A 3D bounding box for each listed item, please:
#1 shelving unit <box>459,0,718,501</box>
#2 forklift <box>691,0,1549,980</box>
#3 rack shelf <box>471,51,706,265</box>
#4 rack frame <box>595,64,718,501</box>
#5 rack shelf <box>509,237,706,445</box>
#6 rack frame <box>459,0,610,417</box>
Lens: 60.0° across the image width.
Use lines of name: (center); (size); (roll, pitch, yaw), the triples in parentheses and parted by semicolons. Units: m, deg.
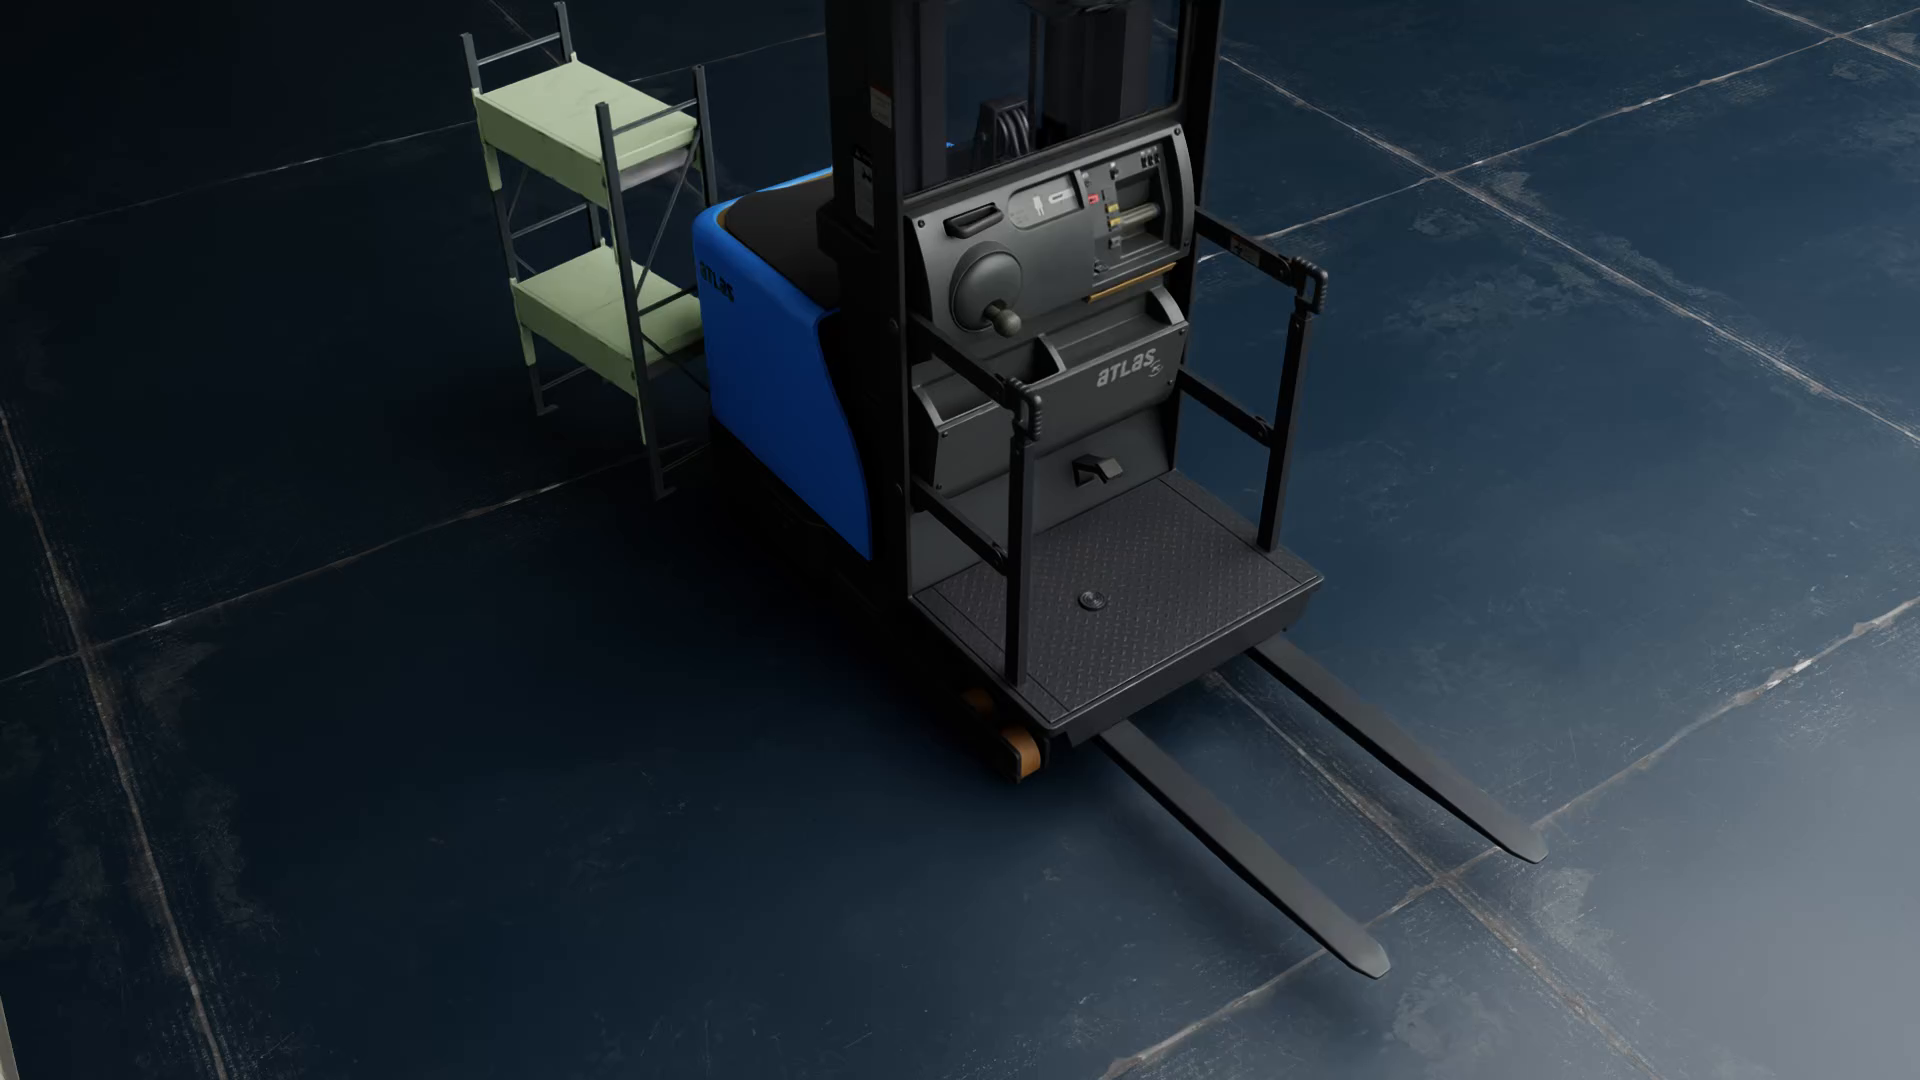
shelving unit: (-1.207, -0.975, 5.748); (0.755, 1.500, 0.431); (32, 49, 32)
forklift: (0.397, -0.778, 4.394); (1.130, 2.935, 3.031); (-25, 46, -27)
rack shelf: (-1.207, -1.275, 5.499); (0.720, 0.370, 0.431); (32, 49, 32)
rack frame: (-0.944, -0.812, 5.552); (0.023, 1.500, 0.400); (32, 49, 32)
rack shelf: (-1.207, -0.724, 5.957); (0.720, 0.370, 0.431); (32, 49, 32)
rack frame: (-1.469, -1.138, 5.944); (0.023, 1.500, 0.400); (32, 49, 32)
